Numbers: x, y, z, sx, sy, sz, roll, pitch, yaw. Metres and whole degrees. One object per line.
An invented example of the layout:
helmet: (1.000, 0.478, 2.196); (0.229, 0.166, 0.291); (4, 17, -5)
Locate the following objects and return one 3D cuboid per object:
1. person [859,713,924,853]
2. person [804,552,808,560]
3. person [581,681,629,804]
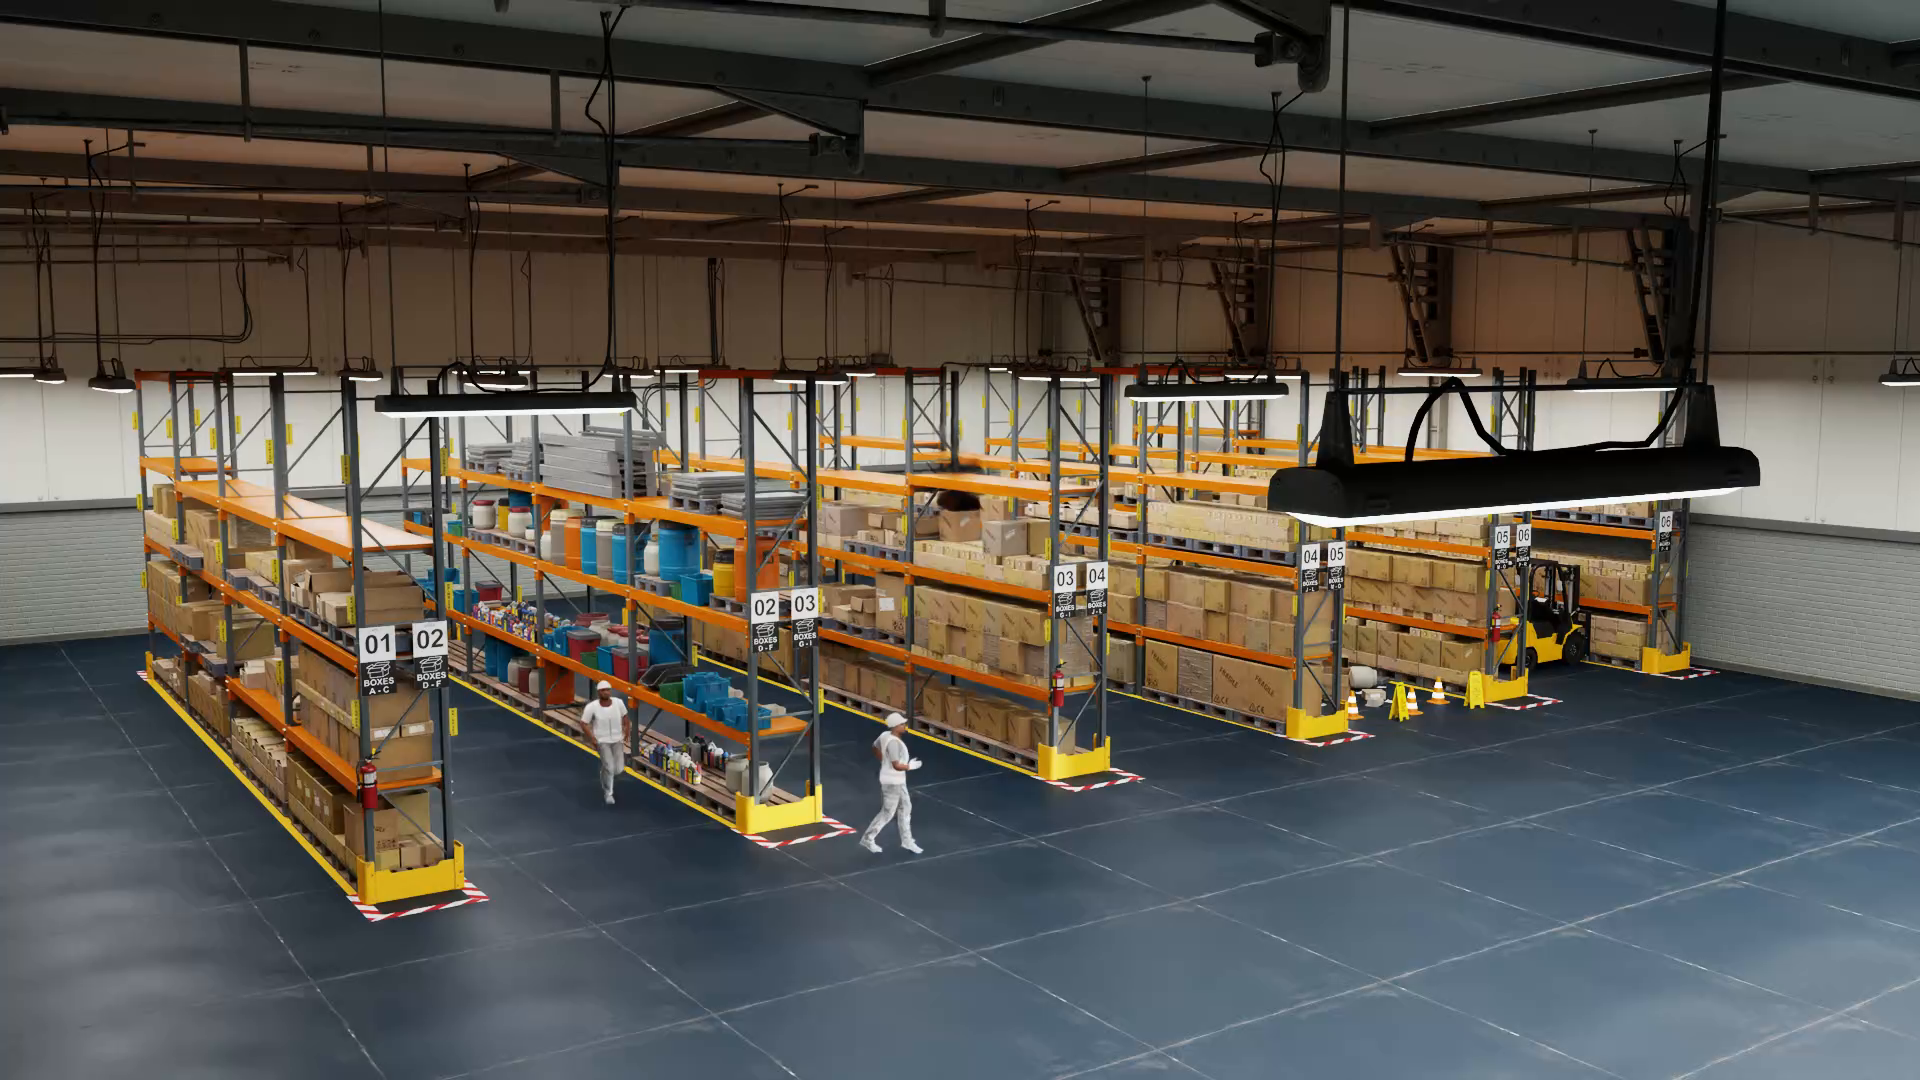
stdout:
person: (-0.865, 3.086, 20.963); (0.827, 1.842, 0.705); (-1, 6, -6)
person: (-3.530, 1.106, 38.576); (0.679, 1.817, 0.804); (-4, 7, -30)
person: (-4.998, 2.831, 23.503); (0.693, 1.732, 0.553); (-4, 8, -31)
